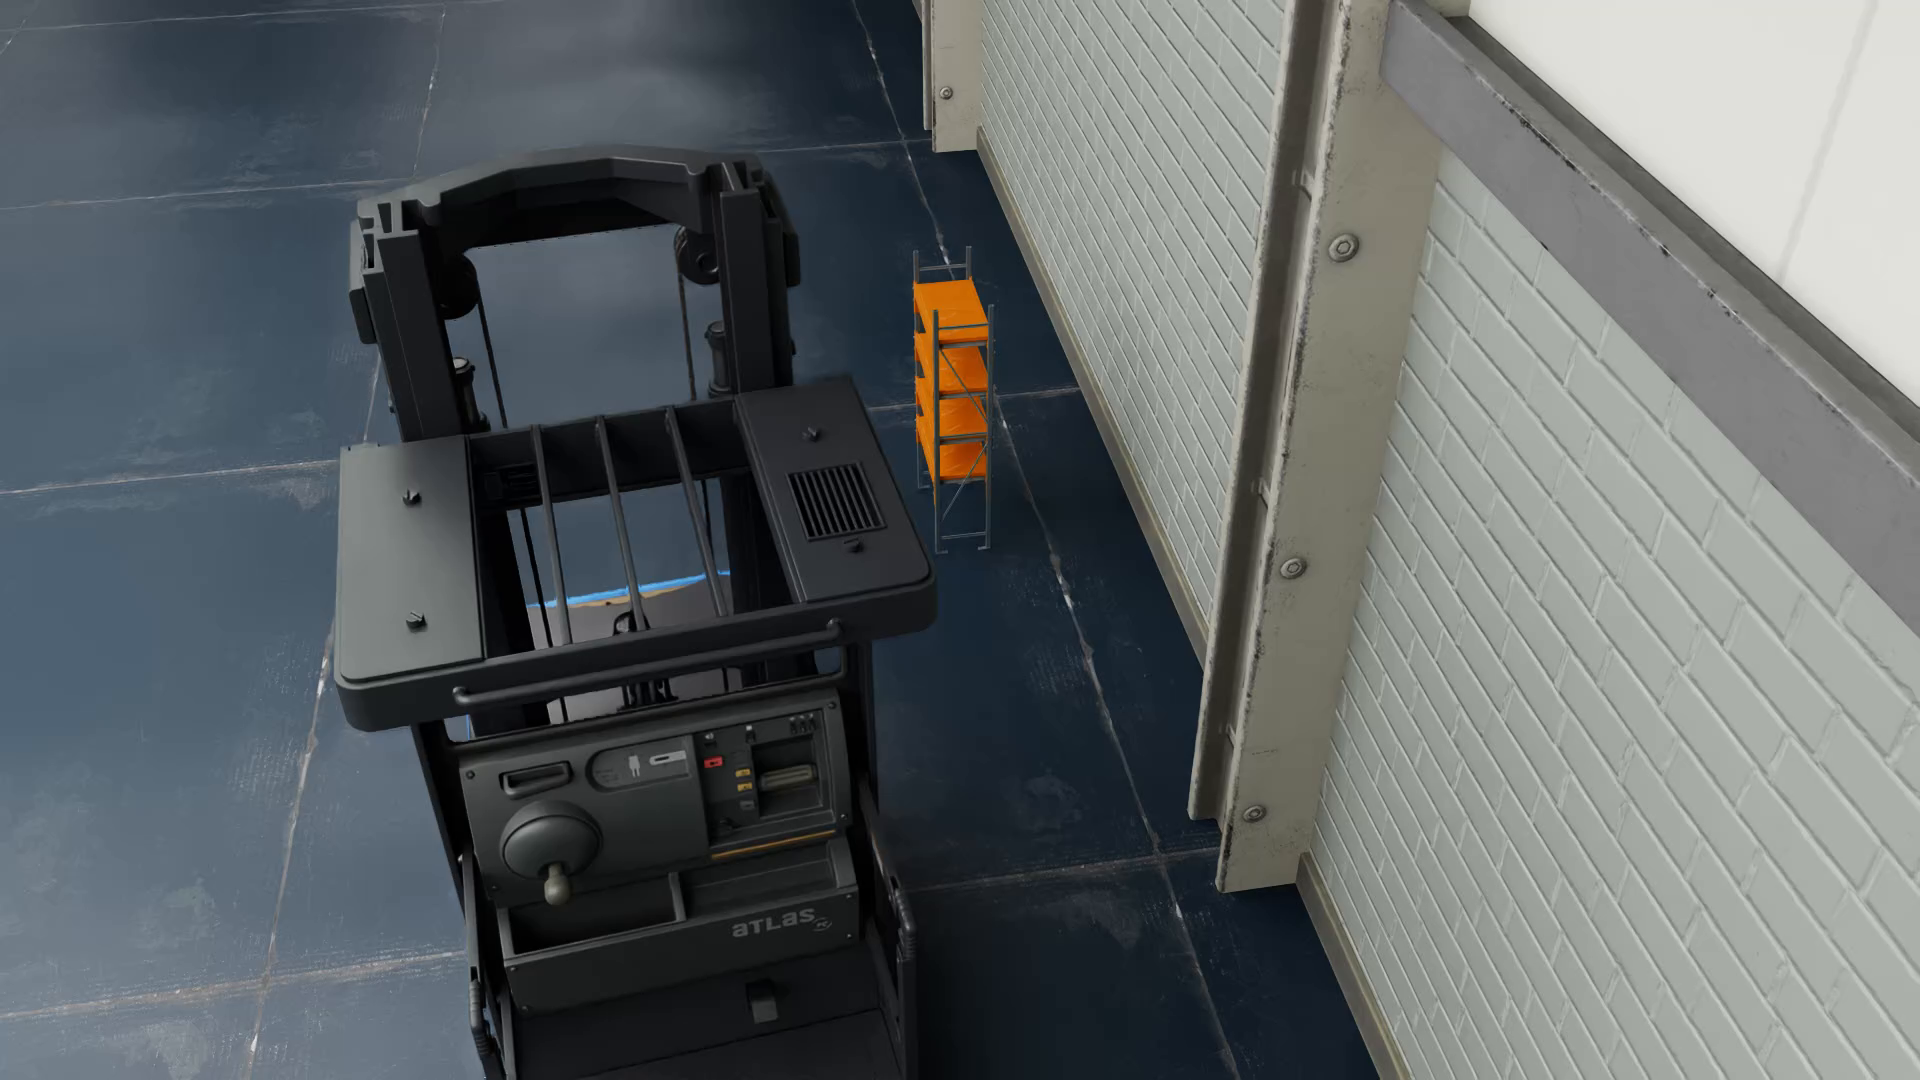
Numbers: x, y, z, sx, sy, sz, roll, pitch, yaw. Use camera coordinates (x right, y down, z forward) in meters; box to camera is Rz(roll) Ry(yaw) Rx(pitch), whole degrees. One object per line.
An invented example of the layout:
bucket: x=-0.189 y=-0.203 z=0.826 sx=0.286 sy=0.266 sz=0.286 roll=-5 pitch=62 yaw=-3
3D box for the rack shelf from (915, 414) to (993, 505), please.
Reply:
rack shelf: x=-0.029 y=-0.364 z=7.174 sx=0.258 sy=0.148 sz=0.480 roll=-6 pitch=38 yaw=-8

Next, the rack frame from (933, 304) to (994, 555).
rack frame: x=0.014 y=-0.426 z=6.821 sx=0.240 sy=1.200 sz=0.015 roll=-6 pitch=38 yaw=-8

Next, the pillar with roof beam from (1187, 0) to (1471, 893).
pillar with roof beam: x=-3.233 y=-2.018 z=2.512 sx=9.100 sy=9.000 sz=0.400 roll=-6 pitch=38 yaw=-8

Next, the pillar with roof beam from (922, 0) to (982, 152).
pillar with roof beam: x=-4.285 y=-5.642 z=7.177 sx=9.100 sy=9.000 sz=0.400 roll=-6 pitch=38 yaw=-8

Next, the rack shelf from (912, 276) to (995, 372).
rack shelf: x=-0.029 y=-0.884 z=6.770 sx=0.258 sy=0.148 sz=0.480 roll=-6 pitch=38 yaw=-8

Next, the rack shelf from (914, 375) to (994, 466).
rack shelf: x=-0.029 y=-0.521 z=7.052 sx=0.258 sy=0.148 sz=0.480 roll=-6 pitch=38 yaw=-8

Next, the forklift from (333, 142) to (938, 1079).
forklift: x=-0.678 y=0.709 z=3.948 sx=1.130 sy=2.935 sz=3.031 roll=-10 pitch=39 yaw=-12

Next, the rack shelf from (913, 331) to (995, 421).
rack shelf: x=-0.029 y=-0.697 z=6.915 sx=0.258 sy=0.148 sz=0.480 roll=-6 pitch=38 yaw=-8

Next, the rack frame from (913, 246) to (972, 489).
rack frame: x=-0.072 y=-0.721 z=7.200 sx=0.240 sy=1.200 sz=0.015 roll=-6 pitch=38 yaw=-8

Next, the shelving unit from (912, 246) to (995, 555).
shelving unit: x=-0.029 y=-0.574 z=7.011 sx=0.258 sy=1.200 sz=0.503 roll=-6 pitch=38 yaw=-8
